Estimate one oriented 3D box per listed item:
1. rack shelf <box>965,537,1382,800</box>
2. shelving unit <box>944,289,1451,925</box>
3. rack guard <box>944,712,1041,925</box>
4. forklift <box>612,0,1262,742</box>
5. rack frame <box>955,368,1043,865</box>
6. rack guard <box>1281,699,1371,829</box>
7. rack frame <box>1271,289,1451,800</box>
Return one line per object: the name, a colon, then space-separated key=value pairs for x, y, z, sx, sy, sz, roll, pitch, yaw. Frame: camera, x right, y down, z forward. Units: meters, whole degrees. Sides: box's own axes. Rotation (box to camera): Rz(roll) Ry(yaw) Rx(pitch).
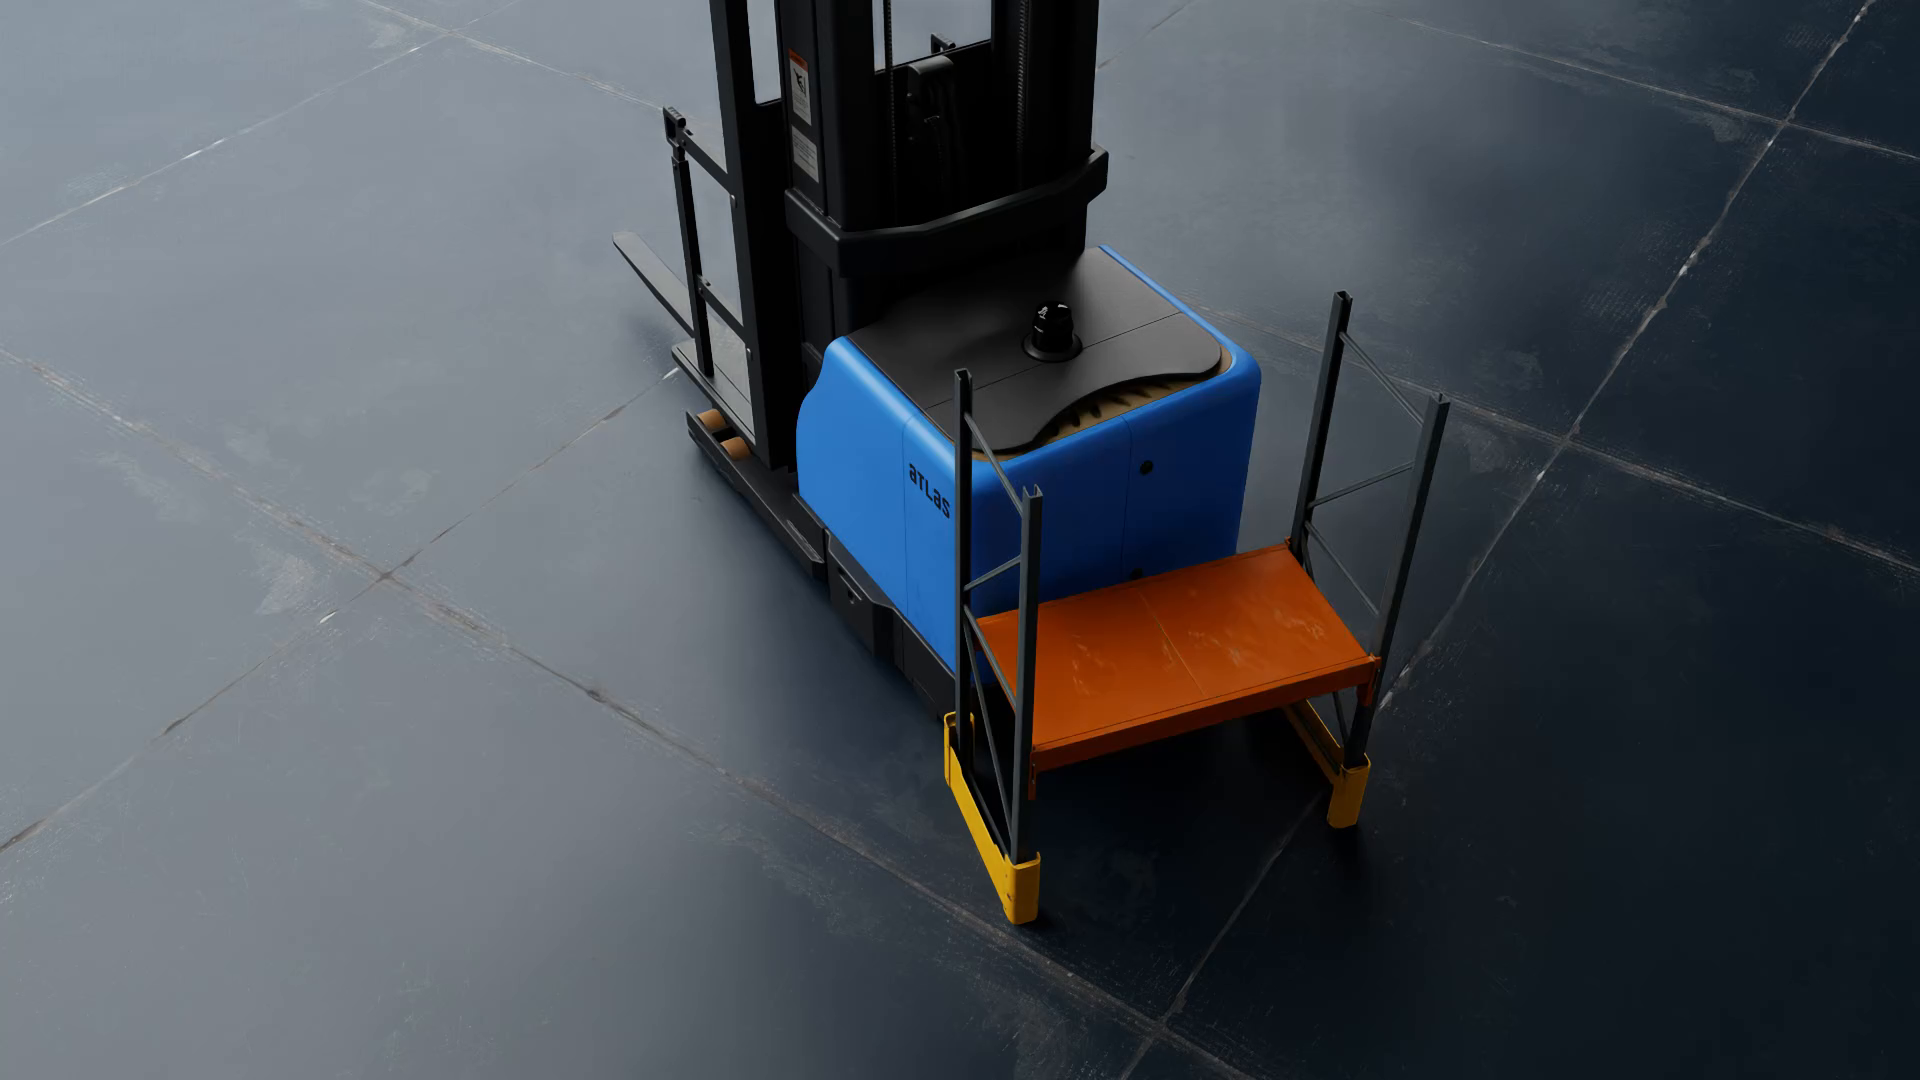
rack shelf: x=0.563 y=0.331 z=4.526 sx=1.000 sy=0.185 sz=0.538 roll=-13 pitch=43 yaw=-14
shelving unit: x=0.554 y=0.198 z=4.403 sx=1.083 sy=1.500 sz=0.587 roll=-13 pitch=43 yaw=-14
rack guard: x=0.085 y=0.774 z=4.697 sx=0.087 sy=0.250 sz=0.587 roll=-13 pitch=43 yaw=-14
forklift: x=-0.336 y=-1.447 z=5.169 sx=1.130 sy=2.935 sz=3.031 roll=-23 pitch=47 yaw=-23
rack frame: x=0.083 y=0.309 z=4.280 sx=0.032 sy=1.500 sz=0.500 roll=-13 pitch=43 yaw=-14
rack guard: x=1.024 y=0.554 z=4.943 sx=0.087 sy=0.250 sz=0.587 roll=-13 pitch=43 yaw=-14
rack frame: x=1.043 y=0.084 z=4.531 sx=0.032 sy=1.500 sz=0.500 roll=-13 pitch=43 yaw=-14
